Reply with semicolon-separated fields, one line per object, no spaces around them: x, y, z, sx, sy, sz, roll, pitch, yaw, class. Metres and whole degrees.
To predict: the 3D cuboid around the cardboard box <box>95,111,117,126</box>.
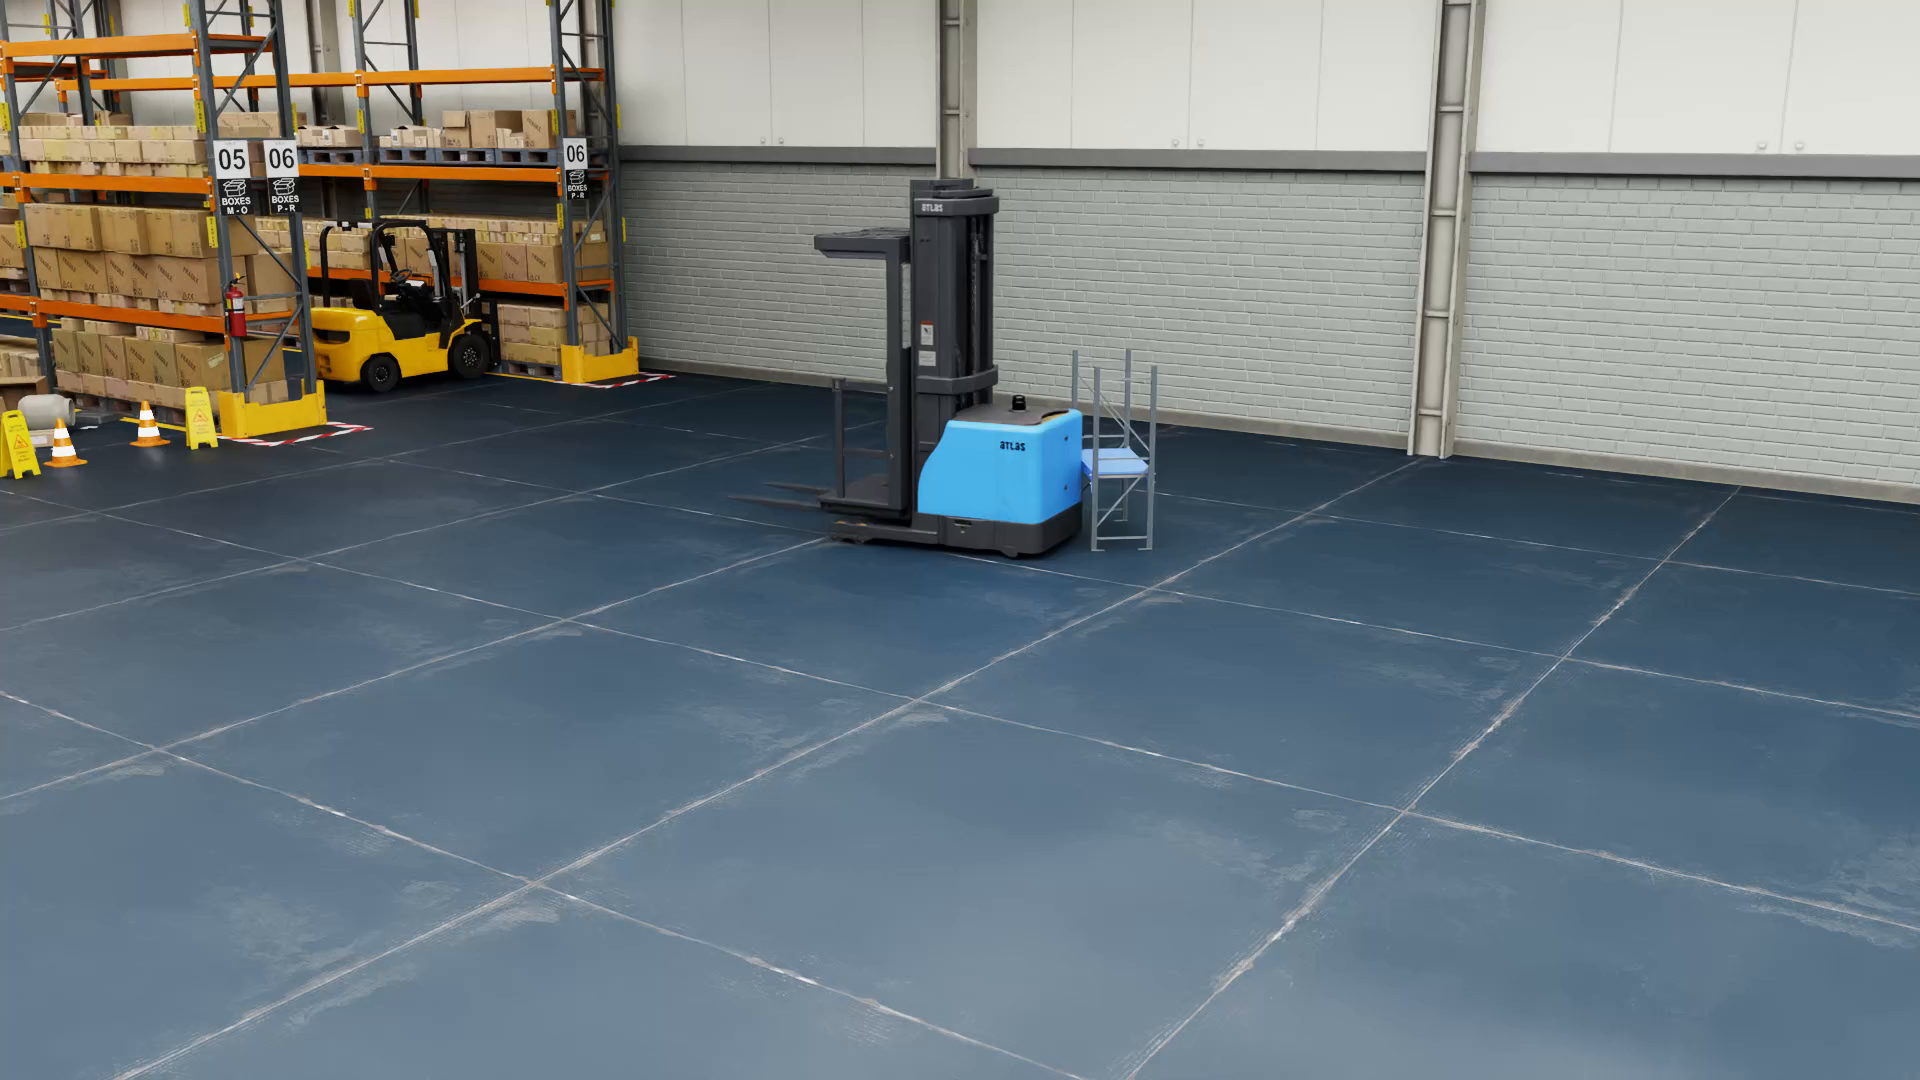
-14.611;-7.206;28.406;0.258;0.266;0.396;9;16;32;cardboard box

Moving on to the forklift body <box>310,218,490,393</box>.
-7.537;-3.170;22.154;1.214;2.155;2.313;9;17;33;forklift body

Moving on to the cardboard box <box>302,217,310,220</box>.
-10.325;-4.996;26.203;0.250;0.149;0.380;9;17;32;cardboard box

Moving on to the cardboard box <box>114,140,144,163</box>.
-9.138;-4.380;18.727;0.500;0.250;0.500;10;17;34;cardboard box

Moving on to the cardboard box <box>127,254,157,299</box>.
-9.143;-3.048;19.067;0.500;0.500;0.500;9;17;33;cardboard box

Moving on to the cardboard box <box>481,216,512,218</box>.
-6.594;-4.535;23.724;0.250;0.149;0.380;10;17;34;cardboard box

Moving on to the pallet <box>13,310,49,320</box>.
-16.489;-4.203;30.364;1.213;0.211;1.003;9;17;33;pallet

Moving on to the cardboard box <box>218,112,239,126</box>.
-11.119;-6.376;25.805;0.500;0.500;0.500;9;17;33;cardboard box

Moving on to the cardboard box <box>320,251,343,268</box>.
-9.249;-4.237;25.010;0.500;0.250;0.500;9;17;32;cardboard box

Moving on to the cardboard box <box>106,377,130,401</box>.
-9.802;-1.834;19.839;0.500;0.250;0.500;9;16;32;cardboard box

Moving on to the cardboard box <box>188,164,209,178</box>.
-8.165;-4.028;18.132;0.250;0.149;0.380;9;17;33;cardboard box

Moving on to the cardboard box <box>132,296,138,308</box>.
-9.400;-2.796;19.399;0.250;0.149;0.380;9;17;33;cardboard box

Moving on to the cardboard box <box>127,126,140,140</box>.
-9.156;-4.601;18.788;0.250;0.149;0.380;9;16;31;cardboard box

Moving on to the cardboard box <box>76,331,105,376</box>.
-10.242;-2.269;20.033;0.500;0.500;0.500;10;17;35;cardboard box

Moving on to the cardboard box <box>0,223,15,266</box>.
-11.955;-3.717;20.896;0.500;0.500;0.500;9;17;33;cardboard box

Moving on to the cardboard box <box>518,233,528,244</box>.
-5.800;-4.121;22.671;0.250;0.149;0.380;10;17;34;cardboard box

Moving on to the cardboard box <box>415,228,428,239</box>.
-7.536;-4.385;23.736;0.250;0.149;0.380;10;17;34;cardboard box

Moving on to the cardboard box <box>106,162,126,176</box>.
-9.464;-4.225;18.928;0.250;0.149;0.380;9;16;32;cardboard box

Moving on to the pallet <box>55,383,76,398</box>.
-11.679;-1.989;21.417;1.213;0.211;1.003;9;17;33;pallet

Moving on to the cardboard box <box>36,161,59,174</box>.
-10.725;-4.435;19.776;0.250;0.149;0.380;9;17;33;cardboard box

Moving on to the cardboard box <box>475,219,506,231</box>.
-6.475;-4.357;23.004;0.250;0.149;0.380;10;17;34;cardboard box

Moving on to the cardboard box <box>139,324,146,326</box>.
-9.968;-2.377;20.473;0.500;0.500;0.500;10;17;34;cardboard box

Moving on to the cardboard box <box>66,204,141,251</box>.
-9.975;-3.668;19.492;0.500;0.500;0.700;9;16;32;cardboard box

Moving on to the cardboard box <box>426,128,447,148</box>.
-7.203;-5.612;23.206;0.258;0.266;0.396;9;16;31;cardboard box

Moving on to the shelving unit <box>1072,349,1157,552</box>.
1.258;-0.766;13.798;0.538;1.500;1.048;-1;14;-6;shelving unit

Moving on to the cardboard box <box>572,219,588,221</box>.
-5.291;-4.335;22.917;0.250;0.149;0.380;10;17;35;cardboard box

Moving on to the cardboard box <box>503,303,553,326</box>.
-5.929;-3.113;22.924;0.500;0.250;0.500;10;17;34;cardboard box

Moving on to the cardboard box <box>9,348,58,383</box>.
-11.469;-2.236;21.209;0.625;0.372;0.950;9;17;34;cardboard box

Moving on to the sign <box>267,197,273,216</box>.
-11.277;-5.438;27.138;0.005;0.325;0.100;9;17;33;sign

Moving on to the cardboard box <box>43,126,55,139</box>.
-10.507;-4.786;19.534;0.250;0.149;0.380;9;16;31;cardboard box

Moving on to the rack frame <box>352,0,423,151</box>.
-8.265;-7.140;23.940;0.127;3.000;1.000;9;17;33;rack frame

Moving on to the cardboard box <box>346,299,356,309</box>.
-8.704;-3.347;25.170;0.625;0.625;0.875;10;17;35;cardboard box

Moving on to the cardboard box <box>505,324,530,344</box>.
-5.934;-2.876;23.006;0.500;0.250;0.500;9;17;32;cardboard box

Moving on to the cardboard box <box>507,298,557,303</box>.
-6.064;-3.284;23.614;0.500;0.250;0.500;9;17;32;cardboard box

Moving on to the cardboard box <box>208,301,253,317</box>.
-8.143;-2.587;18.555;0.250;0.149;0.380;10;17;35;cardboard box

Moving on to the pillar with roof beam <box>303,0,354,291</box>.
-12.402;-6.823;22.660;0.400;9.000;9.100;9;17;33;pillar with roof beam

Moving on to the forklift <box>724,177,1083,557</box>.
-0.535;-1.503;13.794;3.031;2.935;1.130;6;15;24;forklift

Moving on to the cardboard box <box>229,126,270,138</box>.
-7.894;-4.511;18.425;0.250;0.149;0.380;9;17;32;cardboard box

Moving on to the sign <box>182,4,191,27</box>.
-11.879;-8.059;25.543;0.005;0.325;0.100;9;17;33;sign

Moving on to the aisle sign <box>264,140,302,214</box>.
-7.488;-4.017;18.398;0.004;0.787;0.394;9;17;33;aisle sign

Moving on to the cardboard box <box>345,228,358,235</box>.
-8.896;-4.624;24.703;0.250;0.149;0.380;9;16;32;cardboard box

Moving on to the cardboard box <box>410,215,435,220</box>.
-7.682;-4.585;23.924;0.250;0.149;0.380;9;16;32;cardboard box

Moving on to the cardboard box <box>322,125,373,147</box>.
-9.001;-5.942;24.445;0.500;0.311;0.500;9;16;31;cardboard box

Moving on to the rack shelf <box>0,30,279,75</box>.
-9.372;-5.531;18.944;4.000;0.370;1.077;9;17;33;rack shelf

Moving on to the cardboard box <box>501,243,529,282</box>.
-5.926;-3.825;22.826;0.500;0.500;0.500;10;17;35;cardboard box

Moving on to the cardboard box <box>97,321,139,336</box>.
-9.970;-2.520;19.699;0.250;0.149;0.380;10;17;36;cardboard box

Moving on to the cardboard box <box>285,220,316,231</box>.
-10.137;-4.840;25.575;0.250;0.149;0.380;9;17;33;cardboard box

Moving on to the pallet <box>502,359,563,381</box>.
-5.604;-2.432;23.210;1.213;0.211;1.003;9;17;33;pallet

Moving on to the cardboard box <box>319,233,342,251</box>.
-9.246;-4.481;24.952;0.500;0.250;0.500;9;16;31;cardboard box

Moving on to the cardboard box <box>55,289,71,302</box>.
-10.711;-2.986;20.167;0.250;0.149;0.380;10;17;34;cardboard box

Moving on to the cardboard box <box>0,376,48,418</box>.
-10.902;-1.611;19.285;0.500;0.500;0.500;-4;14;-16;cardboard box

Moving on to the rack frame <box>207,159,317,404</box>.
-7.713;-2.702;18.494;0.127;3.000;1.000;9;17;33;rack frame

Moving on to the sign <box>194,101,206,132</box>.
-8.039;-4.479;17.591;0.005;0.325;0.100;9;17;33;sign

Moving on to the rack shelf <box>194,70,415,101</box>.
-9.924;-6.865;25.158;4.000;0.370;1.077;9;17;33;rack shelf

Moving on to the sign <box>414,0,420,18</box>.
-7.935;-7.778;24.243;0.005;0.325;0.100;9;17;33;sign

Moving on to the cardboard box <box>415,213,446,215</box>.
-7.831;-4.753;24.606;0.250;0.149;0.380;9;17;33;cardboard box

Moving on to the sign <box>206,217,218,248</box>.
-8.039;-3.309;17.881;0.005;0.325;0.100;9;17;33;sign
